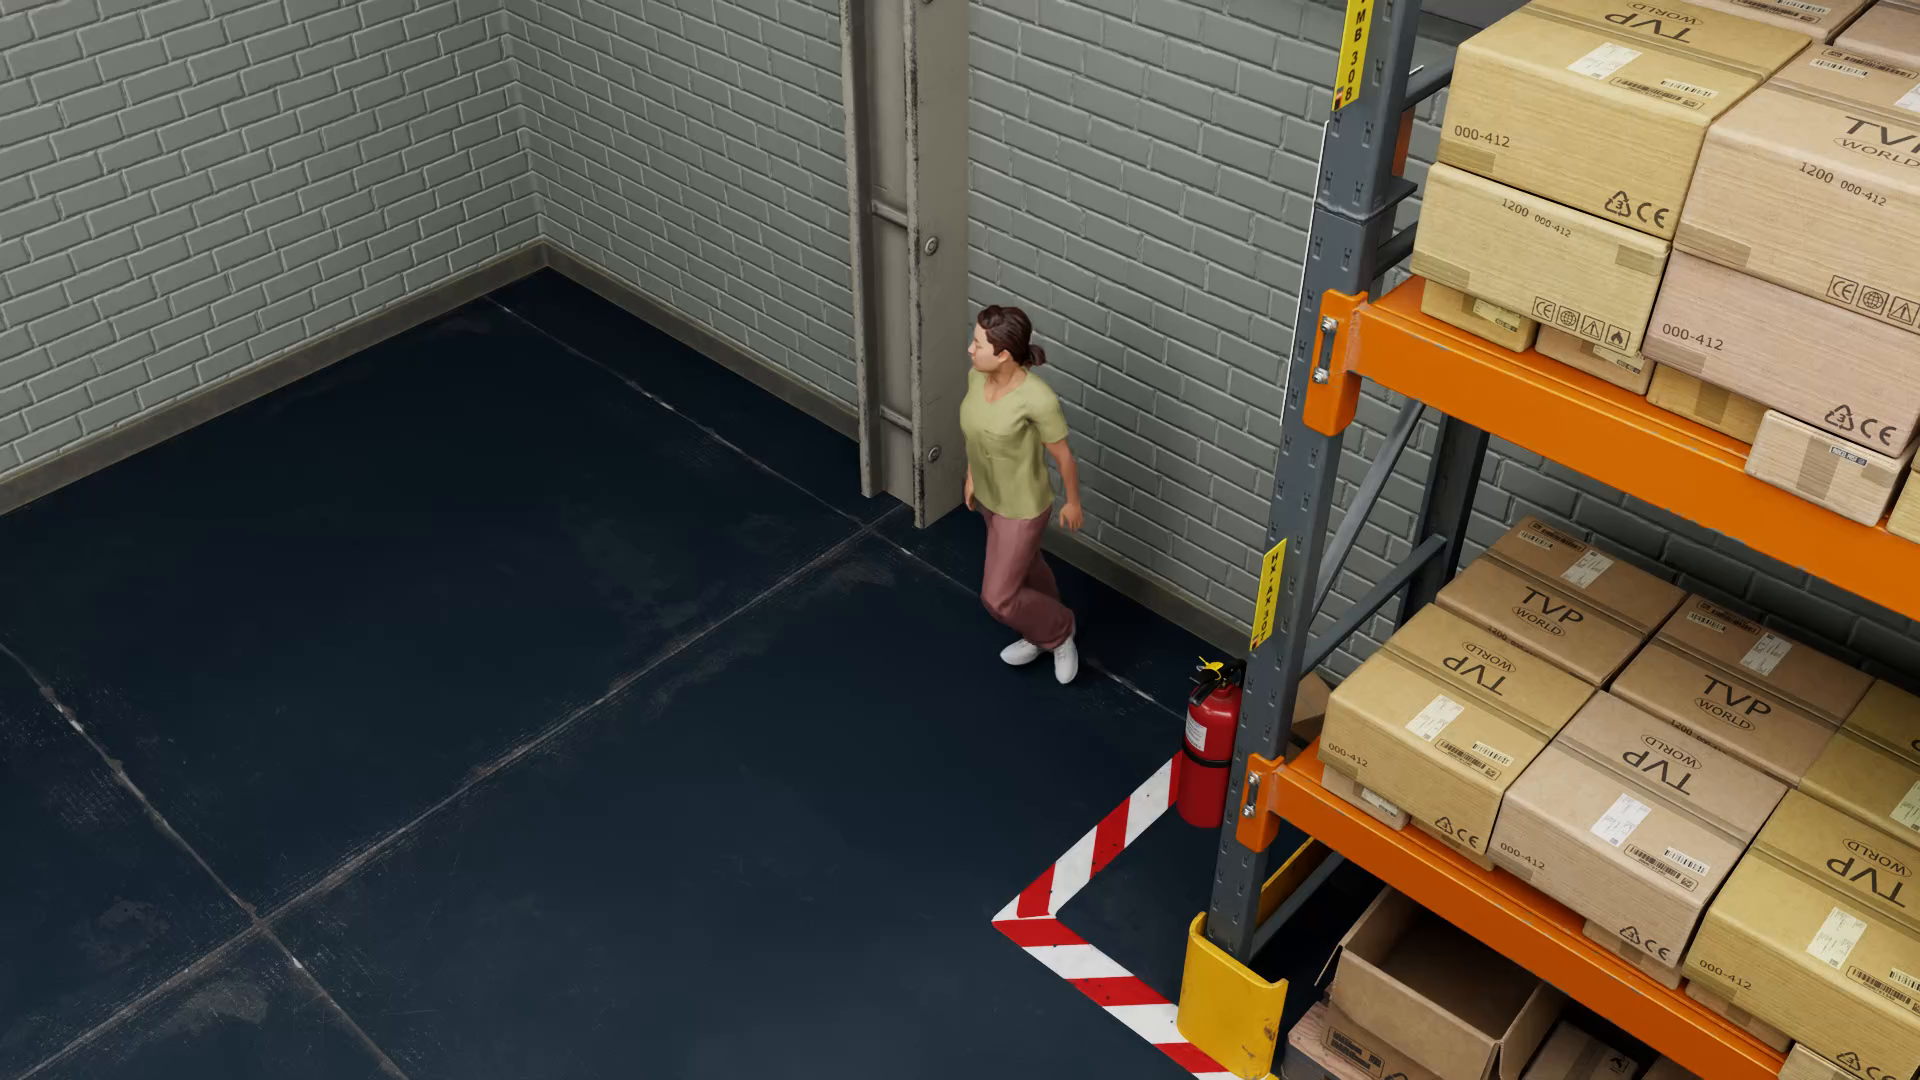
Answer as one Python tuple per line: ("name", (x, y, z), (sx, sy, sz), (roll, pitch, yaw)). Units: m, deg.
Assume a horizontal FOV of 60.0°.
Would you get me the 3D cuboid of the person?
("person", (0.227, -0.146, 6.310), (0.483, 1.649, 0.580), (-23, 45, -25))
